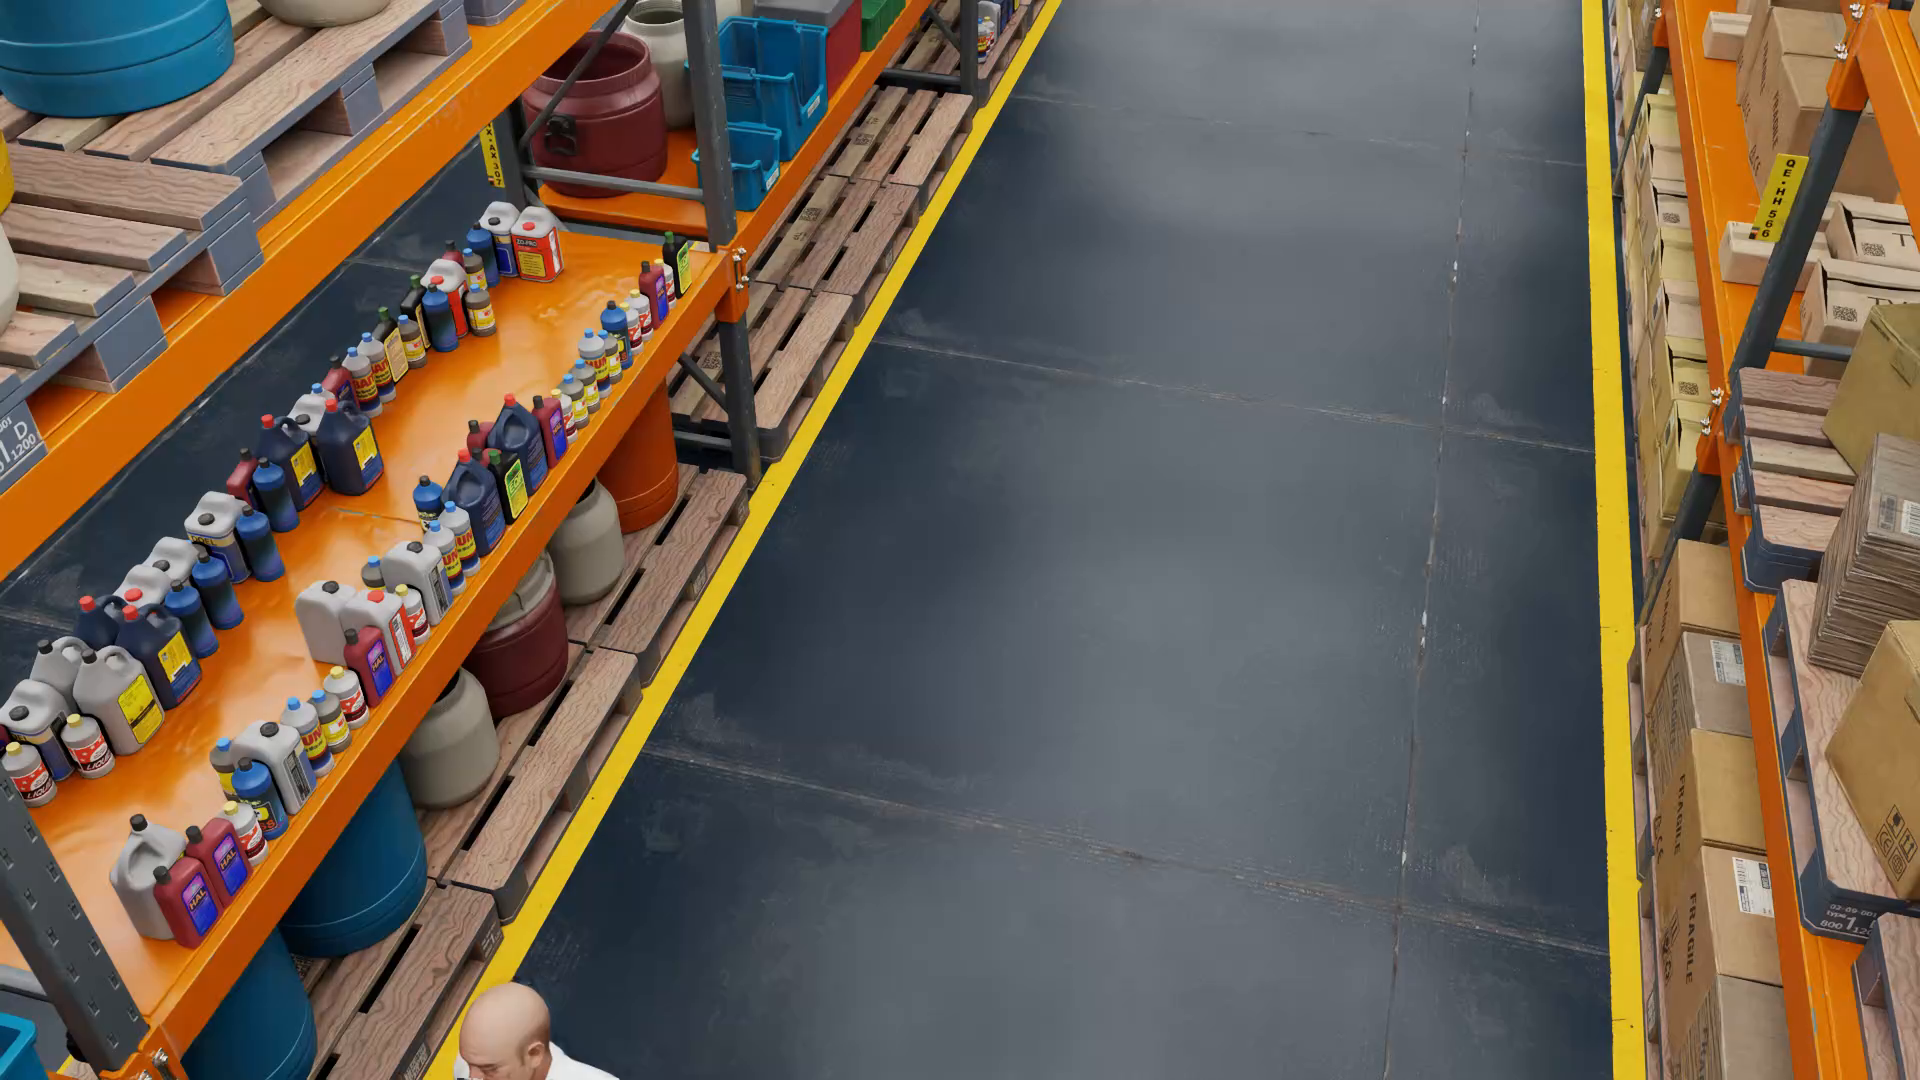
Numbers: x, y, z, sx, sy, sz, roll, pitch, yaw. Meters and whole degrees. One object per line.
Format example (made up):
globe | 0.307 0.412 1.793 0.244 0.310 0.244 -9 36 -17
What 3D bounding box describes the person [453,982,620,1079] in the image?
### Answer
person | -0.975 1.729 4.140 0.640 1.725 1.092 13 42 15
